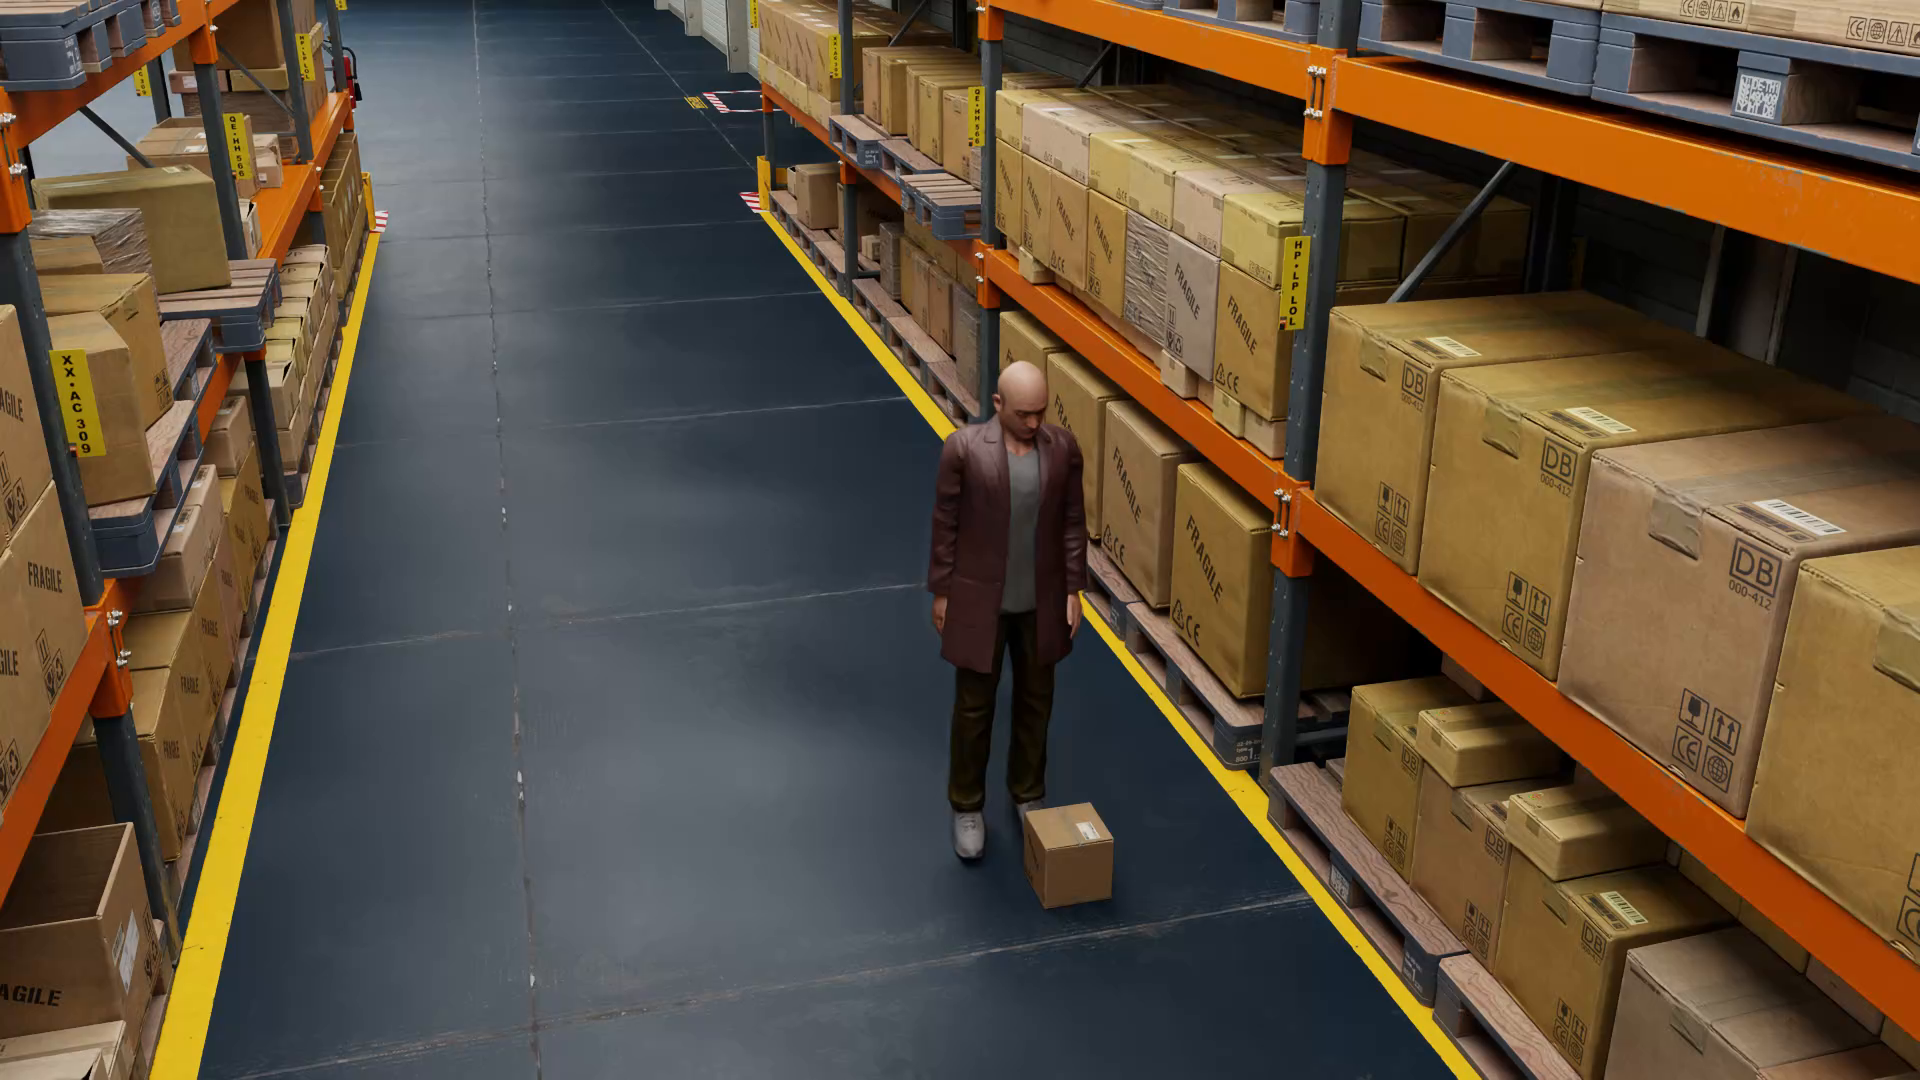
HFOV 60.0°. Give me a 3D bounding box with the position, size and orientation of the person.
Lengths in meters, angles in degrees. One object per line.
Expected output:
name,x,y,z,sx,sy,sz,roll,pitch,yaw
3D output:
person,0.205,0.243,5.982,0.594,1.786,0.472,-6,23,-15
